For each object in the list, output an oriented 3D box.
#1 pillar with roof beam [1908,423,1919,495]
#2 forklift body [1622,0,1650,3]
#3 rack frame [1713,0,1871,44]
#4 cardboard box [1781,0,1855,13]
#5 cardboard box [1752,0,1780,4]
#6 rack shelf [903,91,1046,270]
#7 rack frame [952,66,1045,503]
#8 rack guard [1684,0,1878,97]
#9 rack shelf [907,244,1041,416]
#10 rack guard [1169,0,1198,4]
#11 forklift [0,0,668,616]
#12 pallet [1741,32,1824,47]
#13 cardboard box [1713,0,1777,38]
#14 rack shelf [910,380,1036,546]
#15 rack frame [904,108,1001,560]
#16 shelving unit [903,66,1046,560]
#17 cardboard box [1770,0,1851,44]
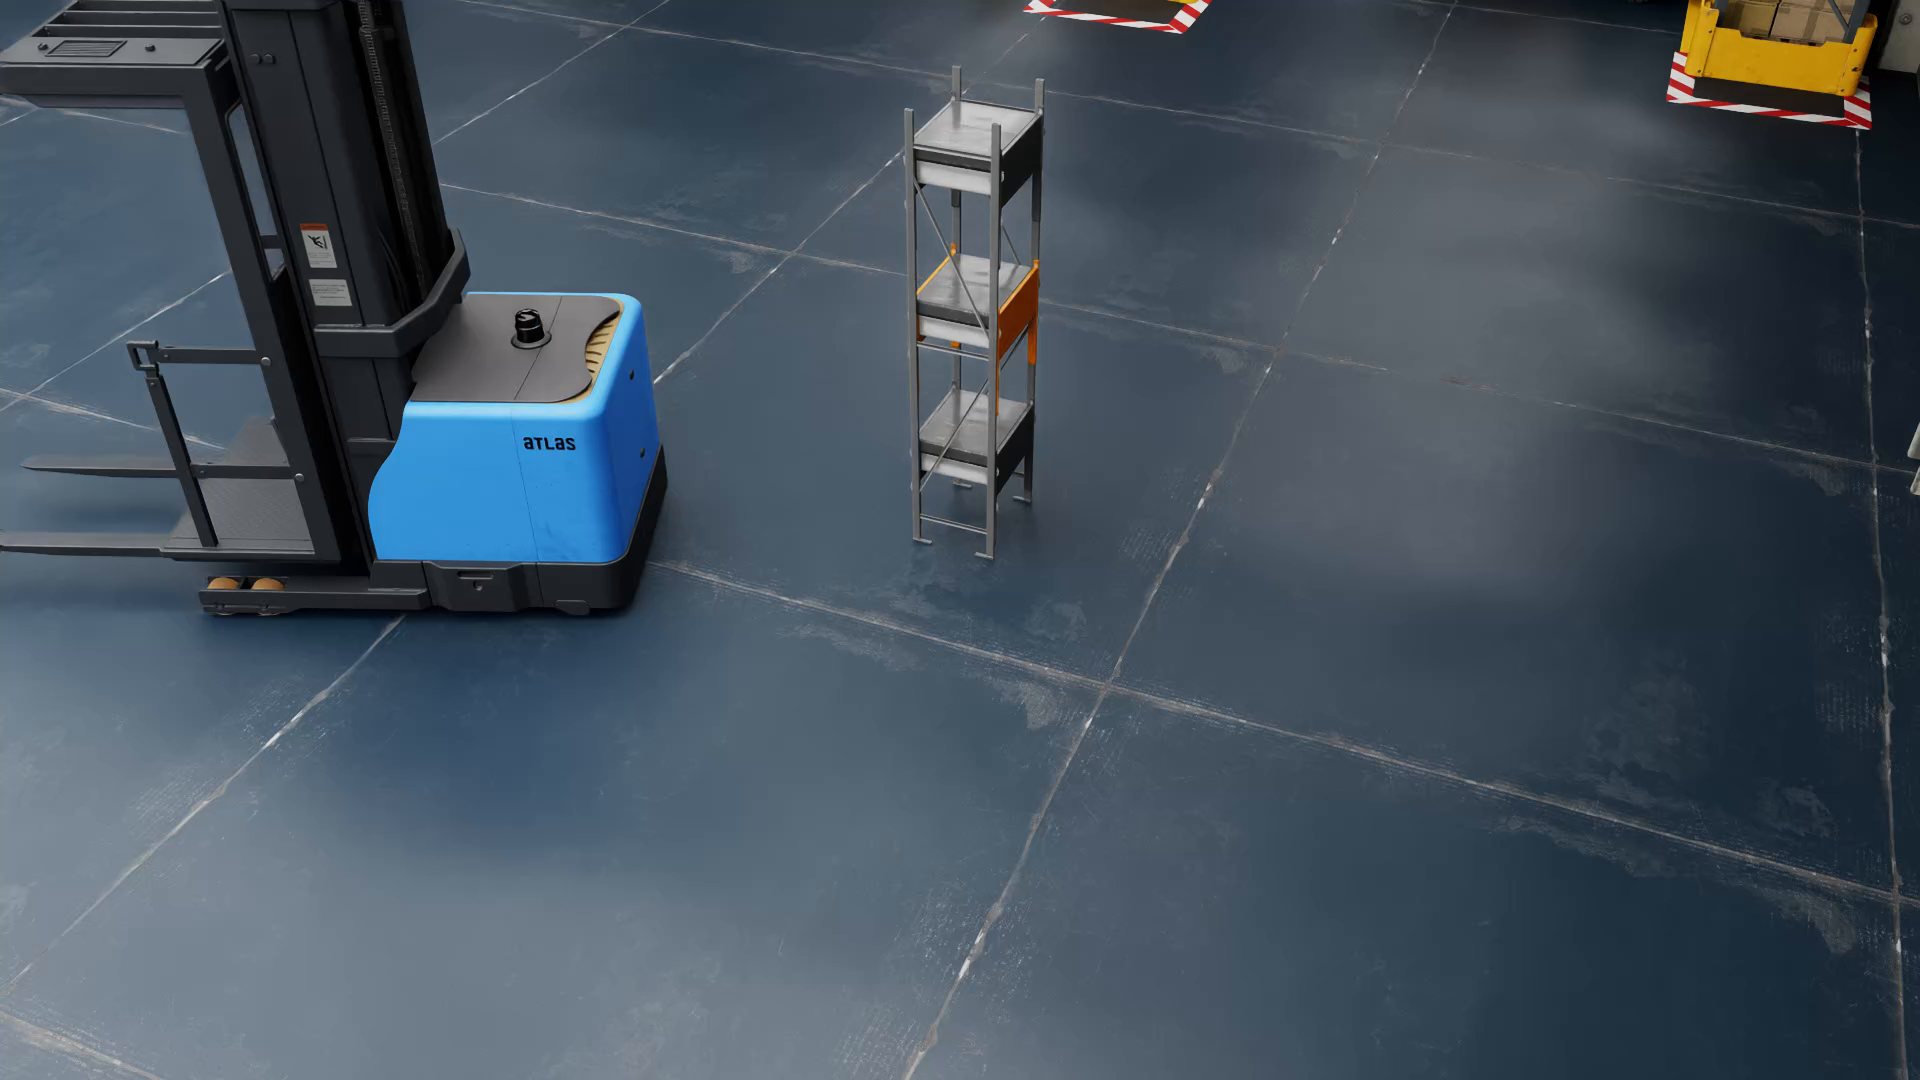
[{"bbox_3d":[0.843,-4.886,6.771,9.100,9.000,0.400,14,39,18],"label":"pillar with roof beam"},{"bbox_3d":[5.043,-5.770,13.673,2.313,2.155,1.214,14,39,18],"label":"forklift body"},{"bbox_3d":[6.009,-4.644,11.458,1.000,3.000,0.127,14,39,18],"label":"rack frame"},{"bbox_3d":[6.380,-4.124,12.291,0.500,0.250,0.500,15,39,19],"label":"cardboard box"},{"bbox_3d":[5.905,-4.252,12.462,0.500,0.250,0.500,13,39,17],"label":"cardboard box"},{"bbox_3d":[0.063,-1.482,6.833,0.431,0.518,0.480,14,39,18],"label":"rack shelf"},{"bbox_3d":[0.156,-1.068,7.425,0.400,2.100,0.015,14,39,18],"label":"rack frame"},{"bbox_3d":[6.000,-3.630,12.189,1.175,0.500,0.348,14,39,18],"label":"rack guard"},{"bbox_3d":[0.063,-0.922,7.252,0.431,0.518,0.480,14,39,18],"label":"rack shelf"},{"bbox_3d":[1.446,-4.814,13.773,1.175,0.500,0.348,14,39,18],"label":"rack guard"},{"bbox_3d":[-2.930,-1.156,6.848,3.031,2.935,1.130,1,37,1],"label":"forklift"},{"bbox_3d":[6.261,-3.960,12.872,1.003,0.211,1.213,14,39,18],"label":"pallet"},{"bbox_3d":[5.895,-4.043,12.600,0.500,0.250,0.500,14,39,18],"label":"cardboard box"},{"bbox_3d":[0.063,-0.361,7.671,0.431,0.518,0.480,14,39,18],"label":"rack shelf"},{"bbox_3d":[-0.030,-0.798,7.063,0.400,2.100,0.015,14,39,18],"label":"rack frame"},{"bbox_3d":[0.063,-0.933,7.244,0.431,2.100,0.503,14,39,18],"label":"shelving unit"},{"bbox_3d":[6.376,-3.939,12.460,0.500,0.250,0.500,14,39,18],"label":"cardboard box"}]
